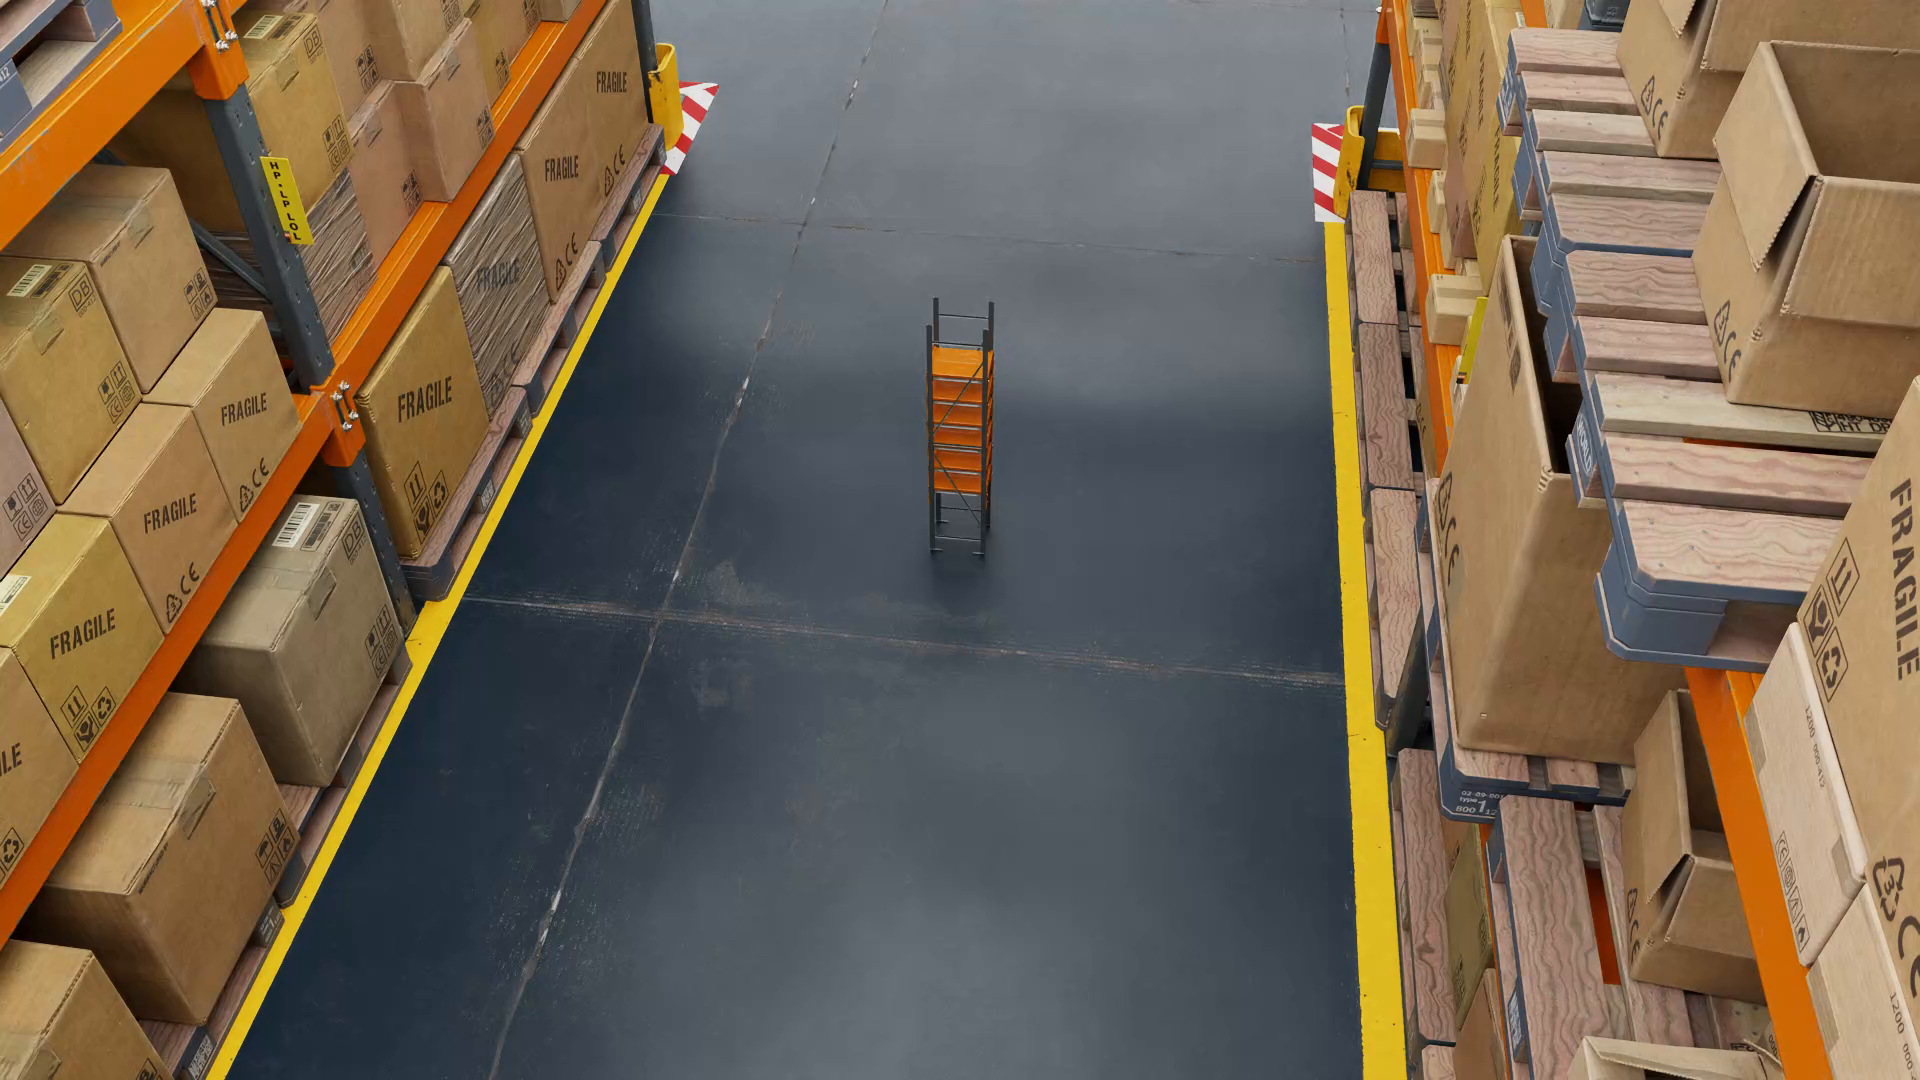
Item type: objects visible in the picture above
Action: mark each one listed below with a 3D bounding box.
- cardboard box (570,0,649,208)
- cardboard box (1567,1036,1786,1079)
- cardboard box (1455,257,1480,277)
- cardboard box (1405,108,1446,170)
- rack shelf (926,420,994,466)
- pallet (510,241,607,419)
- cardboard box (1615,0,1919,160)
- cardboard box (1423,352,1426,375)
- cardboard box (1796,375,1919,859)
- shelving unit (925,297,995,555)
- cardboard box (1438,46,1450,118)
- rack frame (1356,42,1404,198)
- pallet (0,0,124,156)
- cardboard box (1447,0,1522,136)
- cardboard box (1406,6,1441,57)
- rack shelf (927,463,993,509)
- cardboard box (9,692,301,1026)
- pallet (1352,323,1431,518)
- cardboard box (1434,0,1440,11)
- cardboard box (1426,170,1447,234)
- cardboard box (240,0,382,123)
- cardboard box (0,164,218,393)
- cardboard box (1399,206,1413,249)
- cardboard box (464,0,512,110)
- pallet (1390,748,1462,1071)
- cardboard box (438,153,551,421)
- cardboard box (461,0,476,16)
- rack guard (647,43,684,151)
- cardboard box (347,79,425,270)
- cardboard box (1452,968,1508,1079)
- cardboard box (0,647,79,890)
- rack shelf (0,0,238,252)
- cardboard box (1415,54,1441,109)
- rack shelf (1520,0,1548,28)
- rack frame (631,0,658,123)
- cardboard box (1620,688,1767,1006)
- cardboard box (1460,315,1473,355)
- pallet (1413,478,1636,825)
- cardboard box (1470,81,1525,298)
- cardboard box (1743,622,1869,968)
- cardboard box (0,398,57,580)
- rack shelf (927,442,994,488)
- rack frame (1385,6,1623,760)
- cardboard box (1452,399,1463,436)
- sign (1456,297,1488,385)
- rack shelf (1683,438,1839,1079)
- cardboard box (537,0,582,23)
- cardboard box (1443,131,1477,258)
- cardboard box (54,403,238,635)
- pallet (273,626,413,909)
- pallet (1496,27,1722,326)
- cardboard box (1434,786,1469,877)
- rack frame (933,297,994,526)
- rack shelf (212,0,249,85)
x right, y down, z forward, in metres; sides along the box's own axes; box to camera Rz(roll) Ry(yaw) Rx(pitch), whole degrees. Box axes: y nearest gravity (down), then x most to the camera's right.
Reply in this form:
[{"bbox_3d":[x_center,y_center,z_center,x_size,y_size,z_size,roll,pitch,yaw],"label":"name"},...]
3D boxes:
[{"bbox_3d":[-2.255,-2.406,8.872,0.875,0.875,0.875,5,44,6],"label":"cardboard box"},{"bbox_3d":[1.567,1.214,3.601,0.396,0.266,0.258,4,44,4],"label":"cardboard box"},{"bbox_3d":[2.101,-1.003,6.332,0.380,0.149,0.250,5,44,6],"label":"cardboard box"},{"bbox_3d":[2.103,-1.696,7.065,0.380,0.149,0.250,5,44,6],"label":"cardboard box"},{"bbox_3d":[0.002,-0.413,6.901,0.258,0.103,0.180,5,44,6],"label":"rack shelf"},{"bbox_3d":[-2.423,-1.100,8.280,1.003,0.211,1.213,5,44,6],"label":"pallet"},{"bbox_3d":[1.983,-1.215,3.812,0.797,0.503,0.637,3,44,3],"label":"cardboard box"},{"bbox_3d":[2.426,-0.959,7.616,0.500,0.500,0.500,9,44,9],"label":"cardboard box"},{"bbox_3d":[1.567,0.137,2.328,0.500,0.500,0.500,6,44,6],"label":"cardboard box"},{"bbox_3d":[0.002,-0.446,6.870,0.258,1.200,0.189,5,44,6],"label":"shelving unit"},{"bbox_3d":[2.516,-2.057,6.974,0.875,0.500,0.500,5,44,6],"label":"cardboard box"},{"bbox_3d":[2.672,-2.974,8.231,1.000,3.000,0.127,5,44,6],"label":"rack frame"},{"bbox_3d":[-2.832,-1.158,4.271,0.805,0.209,1.217,4,44,4],"label":"pallet"},{"bbox_3d":[2.062,-1.768,5.942,0.500,0.500,0.500,5,44,6],"label":"cardboard box"},{"bbox_3d":[2.298,-2.372,7.778,0.380,0.149,0.250,5,44,6],"label":"cardboard box"},{"bbox_3d":[0.002,-0.239,7.066,0.258,0.103,0.180,5,44,6],"label":"rack shelf"},{"bbox_3d":[-2.884,0.986,5.380,1.050,0.750,0.750,5,44,6],"label":"cardboard box"},{"bbox_3d":[2.356,-0.530,7.678,1.003,0.211,1.213,5,44,6],"label":"pallet"},{"bbox_3d":[2.191,-2.450,6.662,0.500,0.500,0.500,5,44,6],"label":"cardboard box"},{"bbox_3d":[2.093,-1.350,6.699,0.380,0.149,0.250,5,44,6],"label":"cardboard box"},{"bbox_3d":[-2.720,-1.847,6.147,0.875,0.550,0.550,5,44,6],"label":"cardboard box"},{"bbox_3d":[-2.820,-0.828,5.165,0.700,0.500,0.500,5,44,5],"label":"cardboard box"},{"bbox_3d":[2.573,-1.794,8.498,0.500,0.500,0.500,13,45,13],"label":"cardboard box"},{"bbox_3d":[-2.514,-2.179,7.282,0.875,0.550,0.500,5,44,6],"label":"cardboard box"},{"bbox_3d":[2.041,1.296,5.750,1.003,0.211,1.213,5,44,6],"label":"pallet"},{"bbox_3d":[-2.492,-1.185,7.582,0.875,0.875,0.875,6,44,6],"label":"cardboard box"},{"bbox_3d":[-2.450,-2.565,6.905,0.875,0.550,0.500,5,44,6],"label":"cardboard box"},{"bbox_3d":[-2.228,-2.602,9.657,1.175,0.500,0.348,5,44,6],"label":"rack guard"},{"bbox_3d":[-2.673,-1.451,6.514,0.875,0.550,0.550,5,44,6],"label":"cardboard box"},{"bbox_3d":[1.885,1.622,4.876,0.700,0.500,0.500,2,43,2],"label":"cardboard box"},{"bbox_3d":[-2.762,0.611,4.372,0.500,0.500,0.500,5,44,5],"label":"cardboard box"},{"bbox_3d":[-3.025,-0.232,3.677,1.077,0.370,4.000,5,44,6],"label":"rack shelf"},{"bbox_3d":[2.245,-2.030,7.417,0.380,0.149,0.250,5,44,6],"label":"cardboard box"},{"bbox_3d":[2.407,-2.438,6.007,1.077,0.370,4.000,5,44,6],"label":"rack shelf"},{"bbox_3d":[-2.231,-3.493,8.780,1.000,3.000,0.127,5,44,6],"label":"rack frame"},{"bbox_3d":[2.005,0.752,3.915,0.797,0.503,0.637,9,44,10],"label":"cardboard box"},{"bbox_3d":[2.015,-0.664,5.974,0.380,0.149,0.250,5,44,6],"label":"cardboard box"},{"bbox_3d":[1.898,0.330,4.882,1.003,0.211,1.213,5,44,6],"label":"pallet"},{"bbox_3d":[1.930,-1.087,5.222,0.500,0.500,0.500,5,44,6],"label":"cardboard box"},{"bbox_3d":[1.555,0.416,2.578,0.500,0.250,0.500,6,44,7],"label":"cardboard box"},{"bbox_3d":[-2.953,-0.133,4.431,0.700,0.500,0.500,6,44,6],"label":"cardboard box"},{"bbox_3d":[0.002,-0.326,6.983,0.258,0.103,0.180,5,44,6],"label":"rack shelf"},{"bbox_3d":[2.143,-0.247,5.352,1.000,3.000,0.127,5,44,6],"label":"rack frame"},{"bbox_3d":[1.880,-0.329,5.621,0.380,0.149,0.250,5,44,6],"label":"cardboard box"},{"bbox_3d":[1.604,-0.606,5.101,0.100,0.325,0.005,5,44,6],"label":"sign"},{"bbox_3d":[1.879,0.288,3.128,1.077,0.370,4.000,5,44,6],"label":"rack shelf"},{"bbox_3d":[-2.287,-2.914,8.059,0.875,0.550,0.550,5,44,6],"label":"cardboard box"},{"bbox_3d":[2.331,-1.380,6.259,0.875,0.500,0.500,5,44,6],"label":"cardboard box"},{"bbox_3d":[-2.631,-0.079,5.102,0.500,0.500,0.500,5,44,5],"label":"cardboard box"},{"bbox_3d":[-2.787,0.778,6.297,1.003,0.211,1.213,5,44,6],"label":"pallet"},{"bbox_3d":[1.956,-0.857,3.951,1.213,0.211,1.003,5,44,6],"label":"pallet"},{"bbox_3d":[2.040,0.917,5.620,0.700,0.500,0.500,2,43,2],"label":"cardboard box"},{"bbox_3d":[0.014,-0.508,6.936,0.240,1.200,0.006,5,44,6],"label":"rack frame"},{"bbox_3d":[-2.496,-2.958,6.556,1.077,0.370,4.000,5,44,6],"label":"rack shelf"}]
